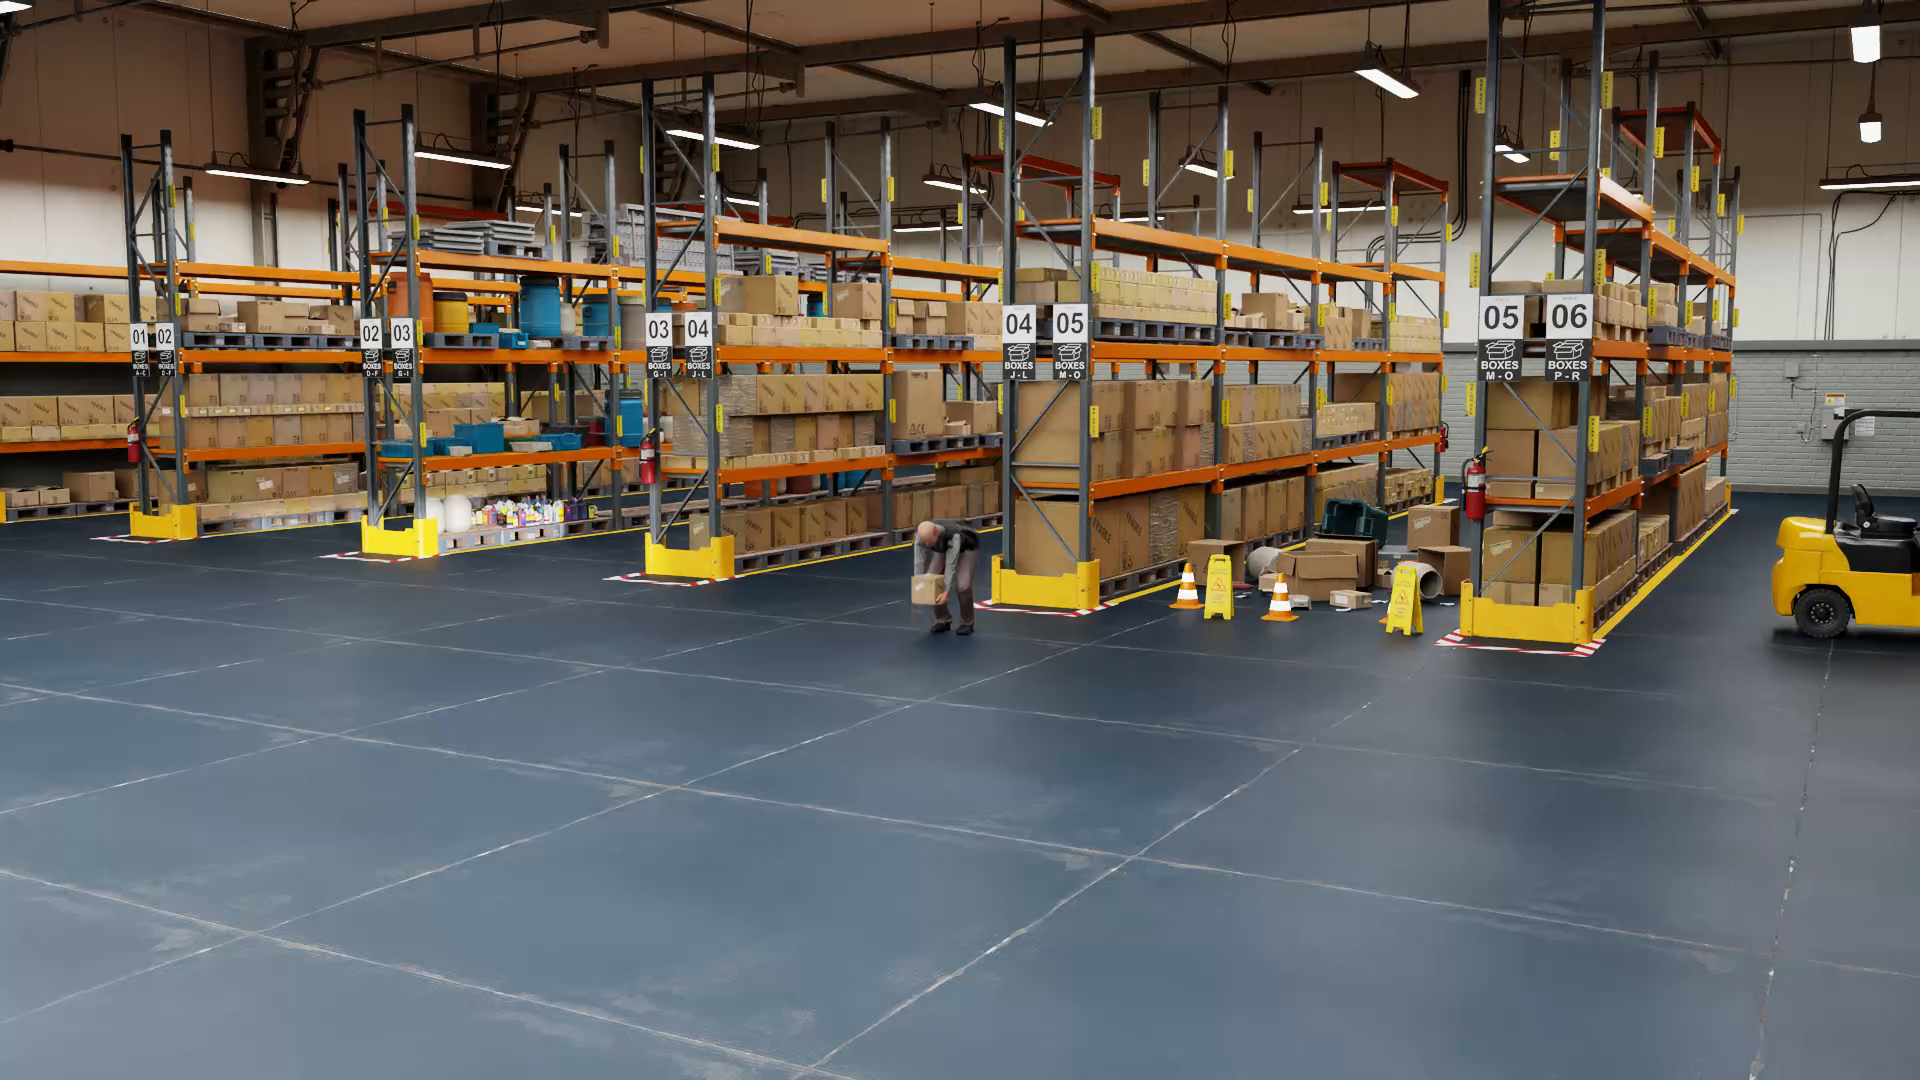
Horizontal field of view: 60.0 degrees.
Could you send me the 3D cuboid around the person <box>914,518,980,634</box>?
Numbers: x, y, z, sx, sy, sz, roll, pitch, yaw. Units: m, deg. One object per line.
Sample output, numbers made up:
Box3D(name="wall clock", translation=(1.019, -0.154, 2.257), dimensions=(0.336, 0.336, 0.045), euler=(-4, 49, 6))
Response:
Box3D(name="person", translation=(-0.149, 0.348, 15.798), dimensions=(0.492, 1.123, 0.943), euler=(3, 7, 26))
